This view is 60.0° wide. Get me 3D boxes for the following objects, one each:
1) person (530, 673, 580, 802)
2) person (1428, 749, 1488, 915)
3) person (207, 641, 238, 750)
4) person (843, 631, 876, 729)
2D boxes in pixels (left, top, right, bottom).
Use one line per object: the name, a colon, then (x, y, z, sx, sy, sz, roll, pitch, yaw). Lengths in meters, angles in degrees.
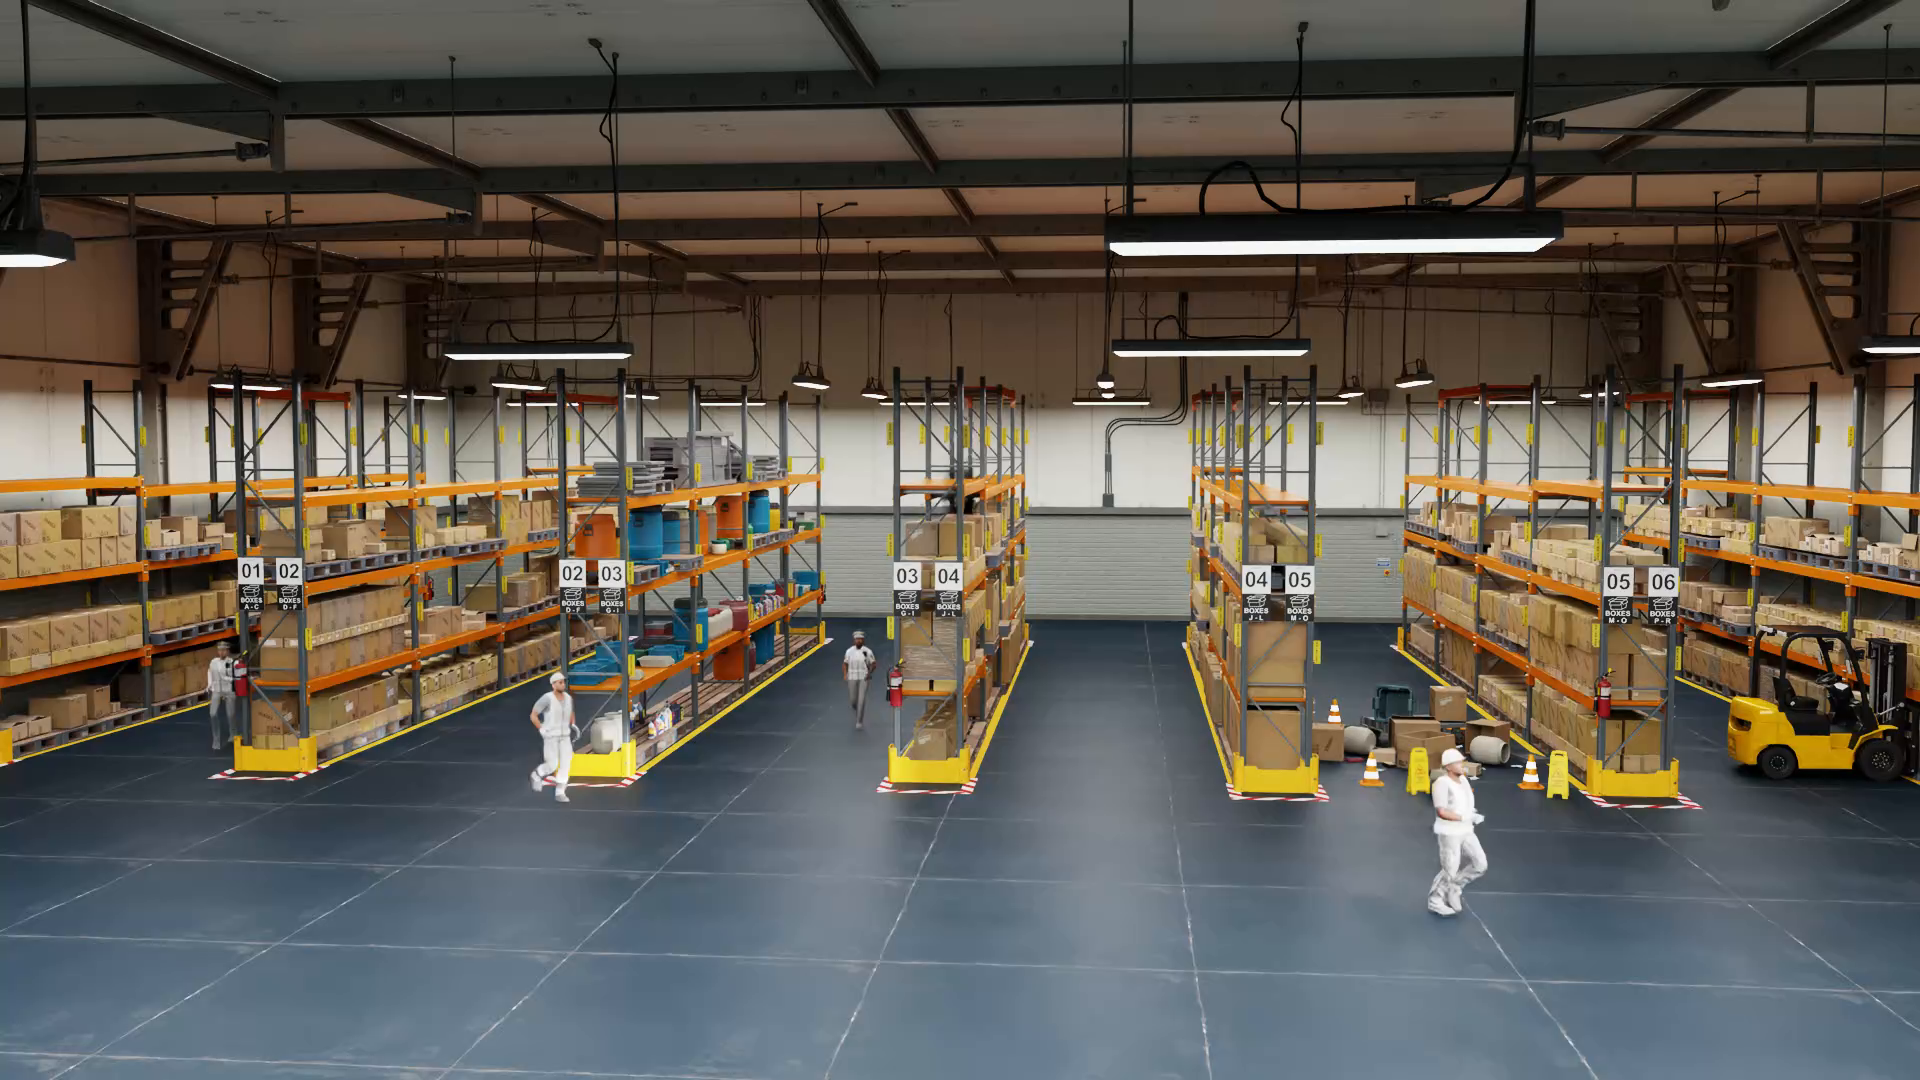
person: (-5.571, 2.704, 22.942, 0.789, 1.754, 0.702, 3, 5, 43)
person: (5.178, 3.038, 17.251, 0.665, 1.741, 0.644, -3, 5, -41)
person: (-11.876, 2.495, 26.809, 0.576, 1.749, 0.719, -1, 4, -9)
person: (-1.724, 2.376, 28.492, 0.581, 1.663, 0.592, 0, 4, 0)
